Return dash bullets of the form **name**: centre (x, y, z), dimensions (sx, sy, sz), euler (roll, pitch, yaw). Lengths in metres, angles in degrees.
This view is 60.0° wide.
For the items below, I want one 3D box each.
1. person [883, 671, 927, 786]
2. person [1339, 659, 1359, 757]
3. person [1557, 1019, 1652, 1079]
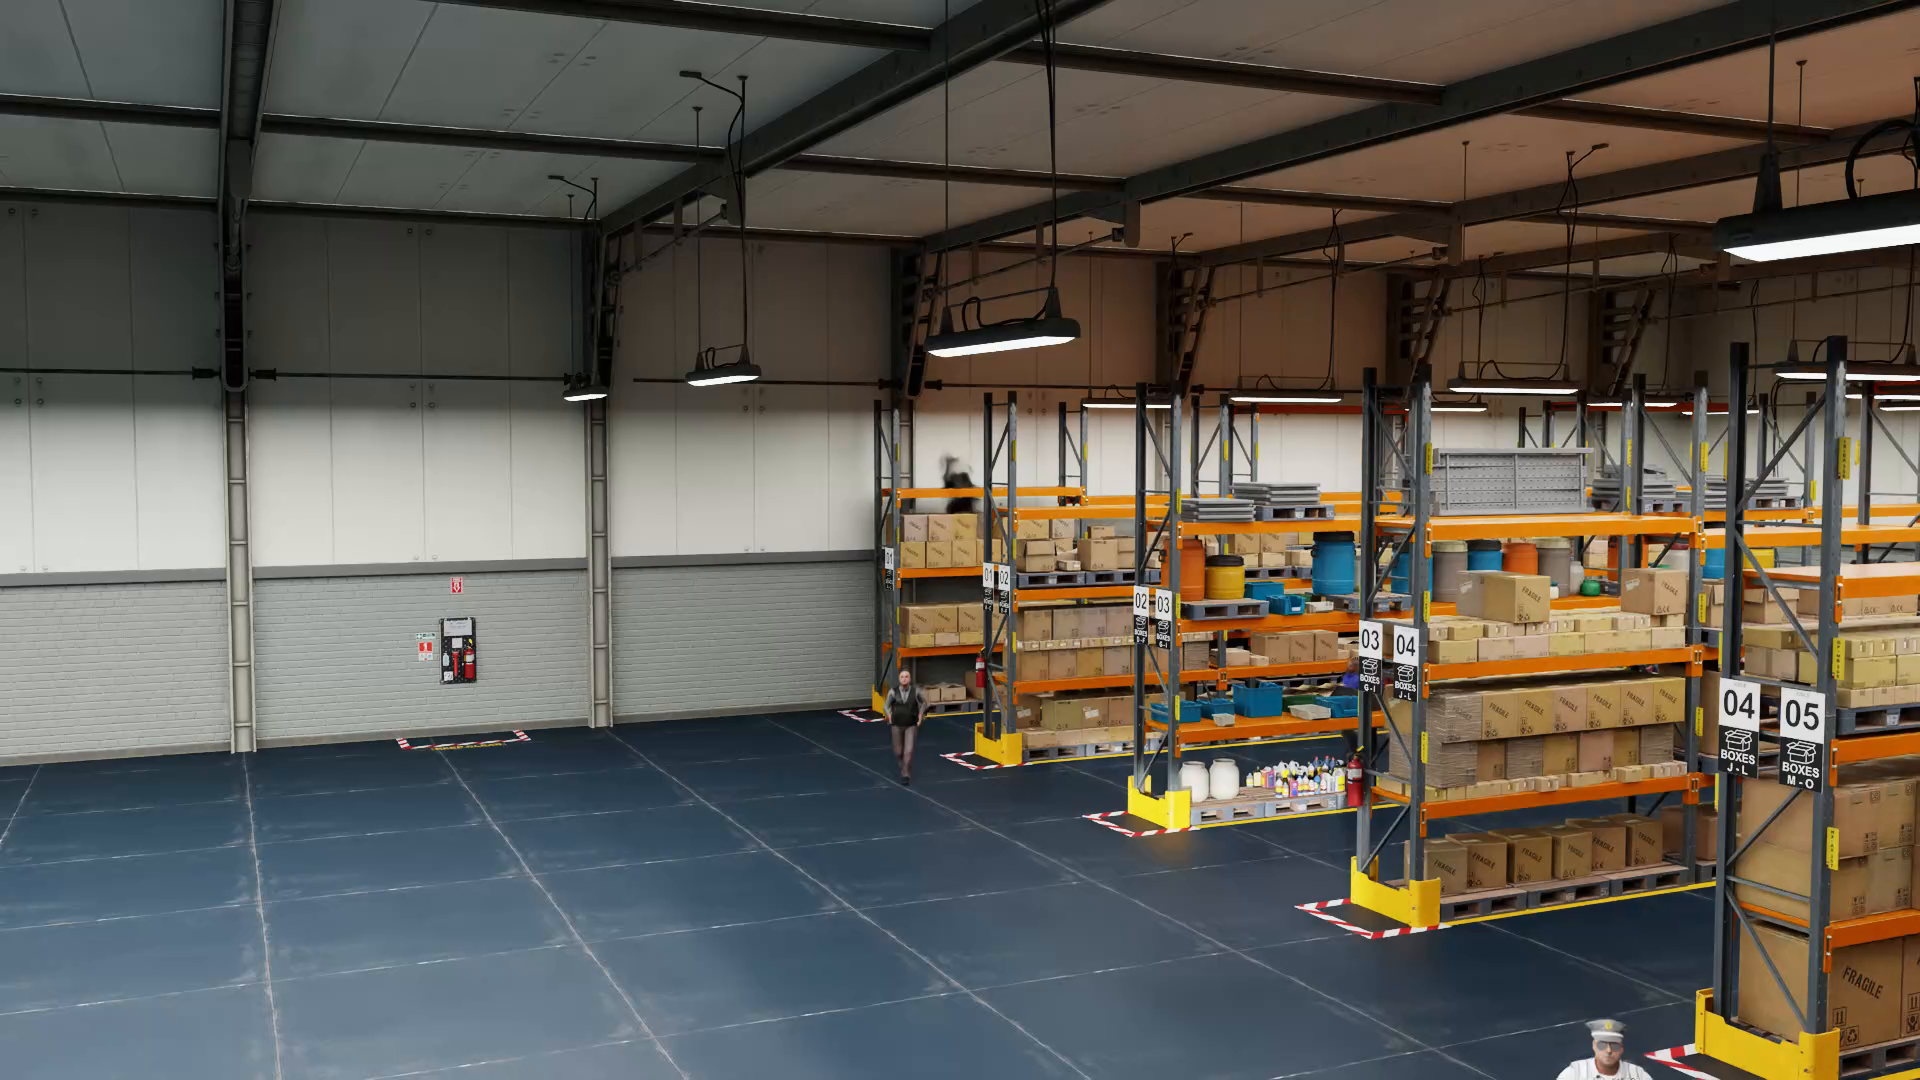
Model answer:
- **person**: centre (-0.836, 2.848, 25.404), dimensions (0.675, 1.710, 0.810), euler (0, 3, 0)
- **person**: centre (6.354, 2.762, 27.202), dimensions (0.572, 1.618, 0.551), euler (-2, 4, -34)
- **person**: centre (3.849, 3.702, 9.904), dimensions (0.676, 1.752, 0.896), euler (1, 3, 18)
